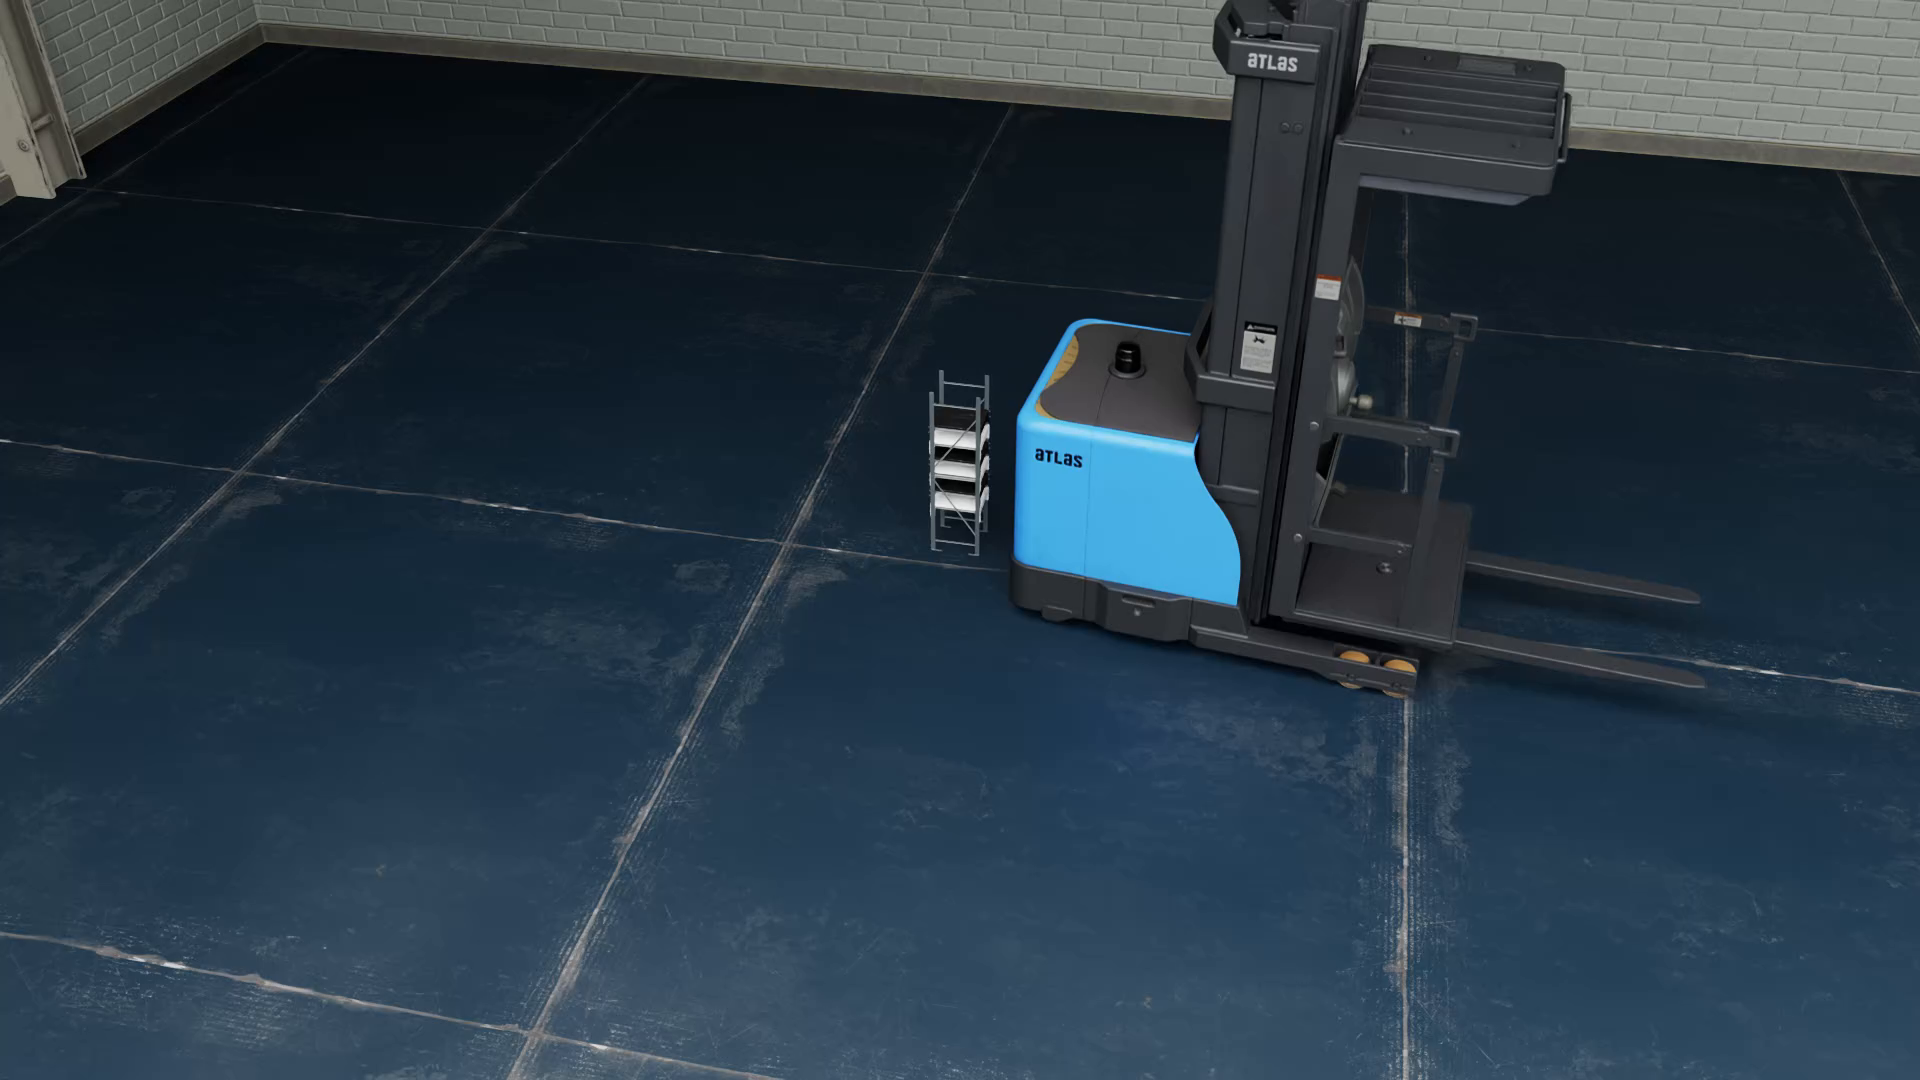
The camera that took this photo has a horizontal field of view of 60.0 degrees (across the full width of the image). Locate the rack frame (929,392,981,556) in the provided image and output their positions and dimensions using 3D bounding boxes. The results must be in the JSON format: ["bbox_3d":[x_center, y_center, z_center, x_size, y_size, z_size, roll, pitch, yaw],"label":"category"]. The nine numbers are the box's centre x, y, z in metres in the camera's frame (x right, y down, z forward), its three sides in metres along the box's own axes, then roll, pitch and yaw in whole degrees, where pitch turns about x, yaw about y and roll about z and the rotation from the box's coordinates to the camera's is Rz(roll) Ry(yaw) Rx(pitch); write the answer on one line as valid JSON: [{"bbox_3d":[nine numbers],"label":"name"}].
[{"bbox_3d":[-0.023,-0.301,7.899,0.240,0.900,0.006,7,37,10],"label":"rack frame"}]

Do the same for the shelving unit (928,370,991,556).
[{"bbox_3d":[-0.002,-0.360,7.980,0.258,0.900,0.210,7,37,10],"label":"shelving unit"}]

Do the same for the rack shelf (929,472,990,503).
[{"bbox_3d":[-0.002,-0.260,8.052,0.258,0.077,0.200,7,37,10],"label":"rack shelf"}]

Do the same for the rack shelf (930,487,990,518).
[{"bbox_3d":[-0.002,-0.187,8.105,0.258,0.077,0.200,7,37,10],"label":"rack shelf"}]

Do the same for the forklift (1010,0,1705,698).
[{"bbox_3d":[1.807,-0.847,6.921,3.031,2.935,1.130,11,37,15],"label":"forklift"}]

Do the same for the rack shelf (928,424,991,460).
[{"bbox_3d":[-0.002,-0.478,7.893,0.258,0.077,0.200,7,37,10],"label":"rack shelf"}]

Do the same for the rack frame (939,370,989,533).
[{"bbox_3d":[0.020,-0.418,8.060,0.240,0.900,0.006,7,37,10],"label":"rack frame"}]

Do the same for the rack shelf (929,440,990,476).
[{"bbox_3d":[-0.002,-0.406,7.946,0.258,0.077,0.200,7,37,10],"label":"rack shelf"}]

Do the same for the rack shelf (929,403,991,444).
[{"bbox_3d":[-0.002,-0.551,7.841,0.258,0.077,0.200,7,37,10],"label":"rack shelf"}]

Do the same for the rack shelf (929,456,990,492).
[{"bbox_3d":[-0.002,-0.333,7.999,0.258,0.077,0.200,7,37,10],"label":"rack shelf"}]

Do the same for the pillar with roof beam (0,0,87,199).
[{"bbox_3d":[-2.187,-5.596,8.304,9.100,9.000,0.400,7,37,10],"label":"pillar with roof beam"}]
